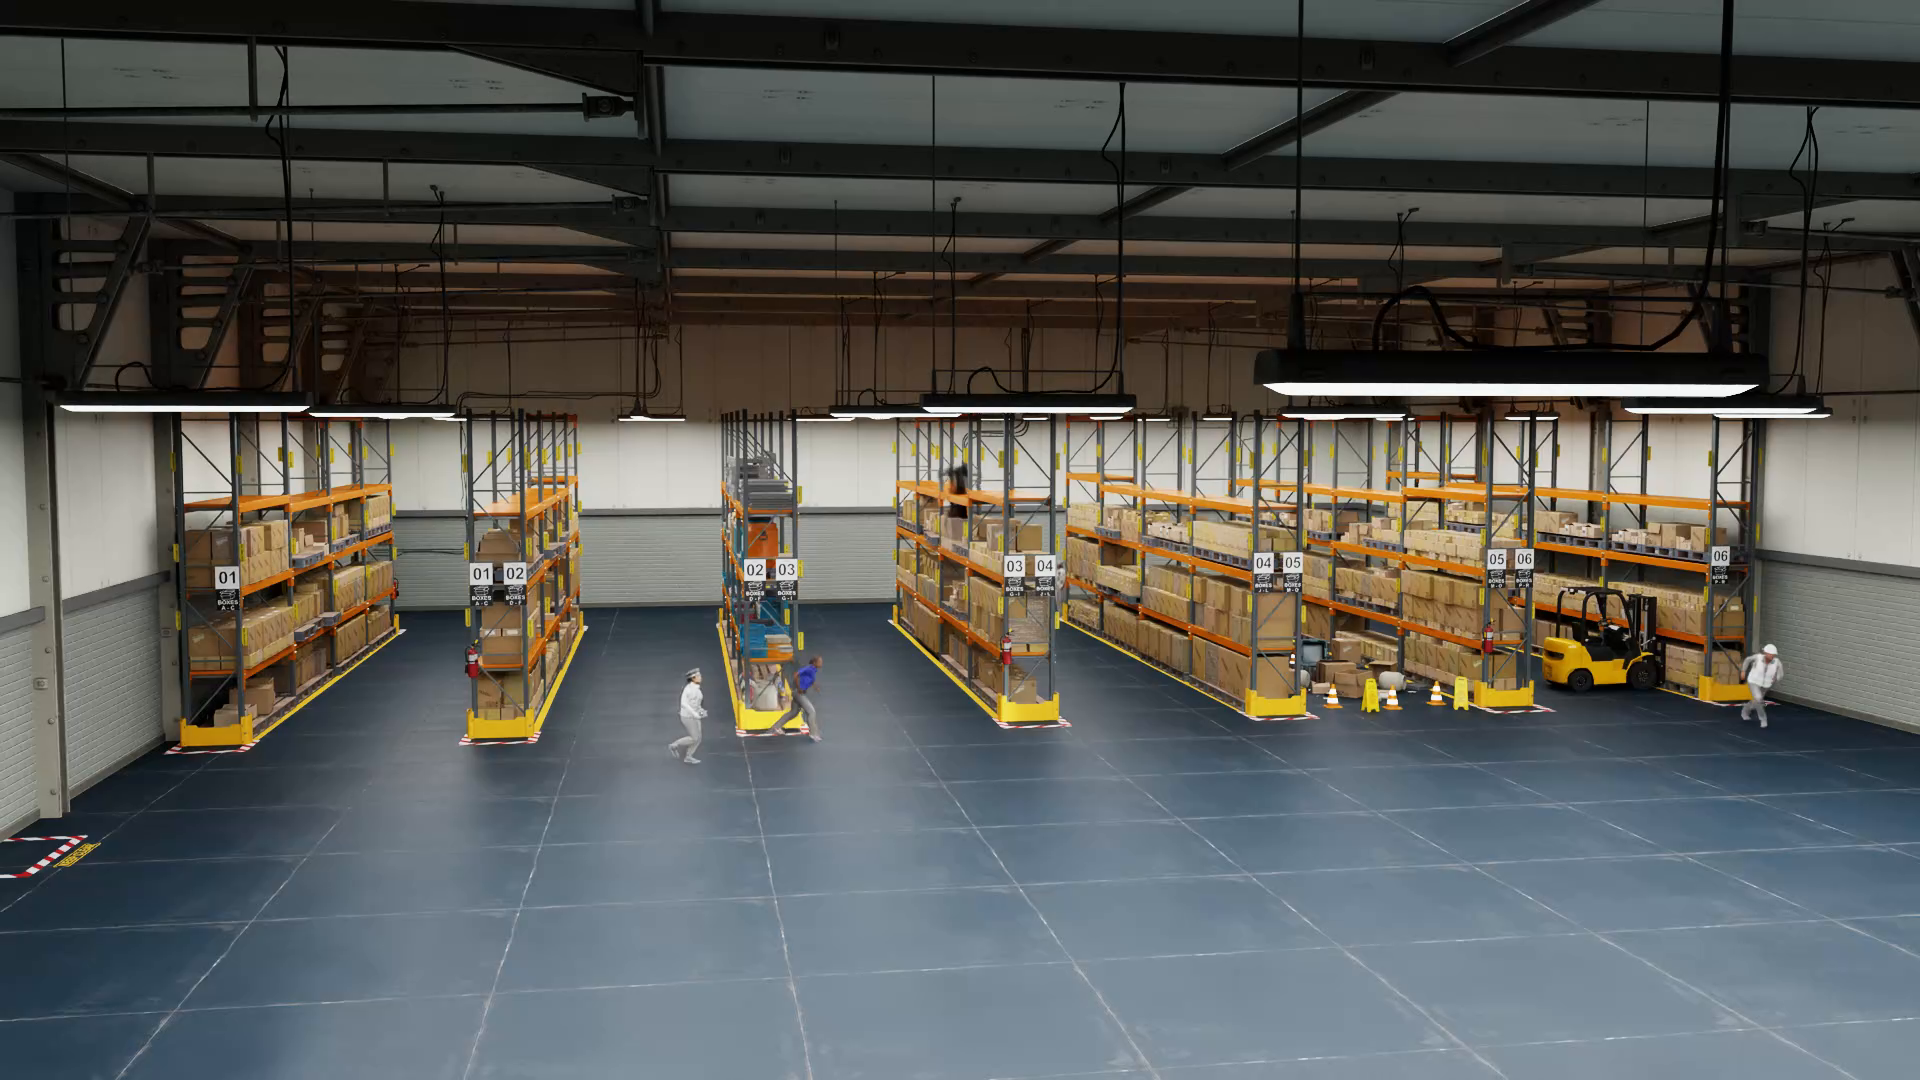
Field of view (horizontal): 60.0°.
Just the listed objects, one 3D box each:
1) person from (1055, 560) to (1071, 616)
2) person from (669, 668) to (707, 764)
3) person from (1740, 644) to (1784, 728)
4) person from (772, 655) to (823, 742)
[{"bbox_3d":[3.092,1.433,49.693,0.594,1.679,0.575,-2,4,-26],"label":"person"},{"bbox_3d":[-4.614,2.961,28.060,0.589,1.629,0.615,1,4,10],"label":"person"},{"bbox_3d":[15.142,2.703,31.439,0.636,1.573,1.120,0,4,5],"label":"person"},{"bbox_3d":[-2.953,2.871,30.042,0.965,1.611,0.620,1,4,11],"label":"person"}]
